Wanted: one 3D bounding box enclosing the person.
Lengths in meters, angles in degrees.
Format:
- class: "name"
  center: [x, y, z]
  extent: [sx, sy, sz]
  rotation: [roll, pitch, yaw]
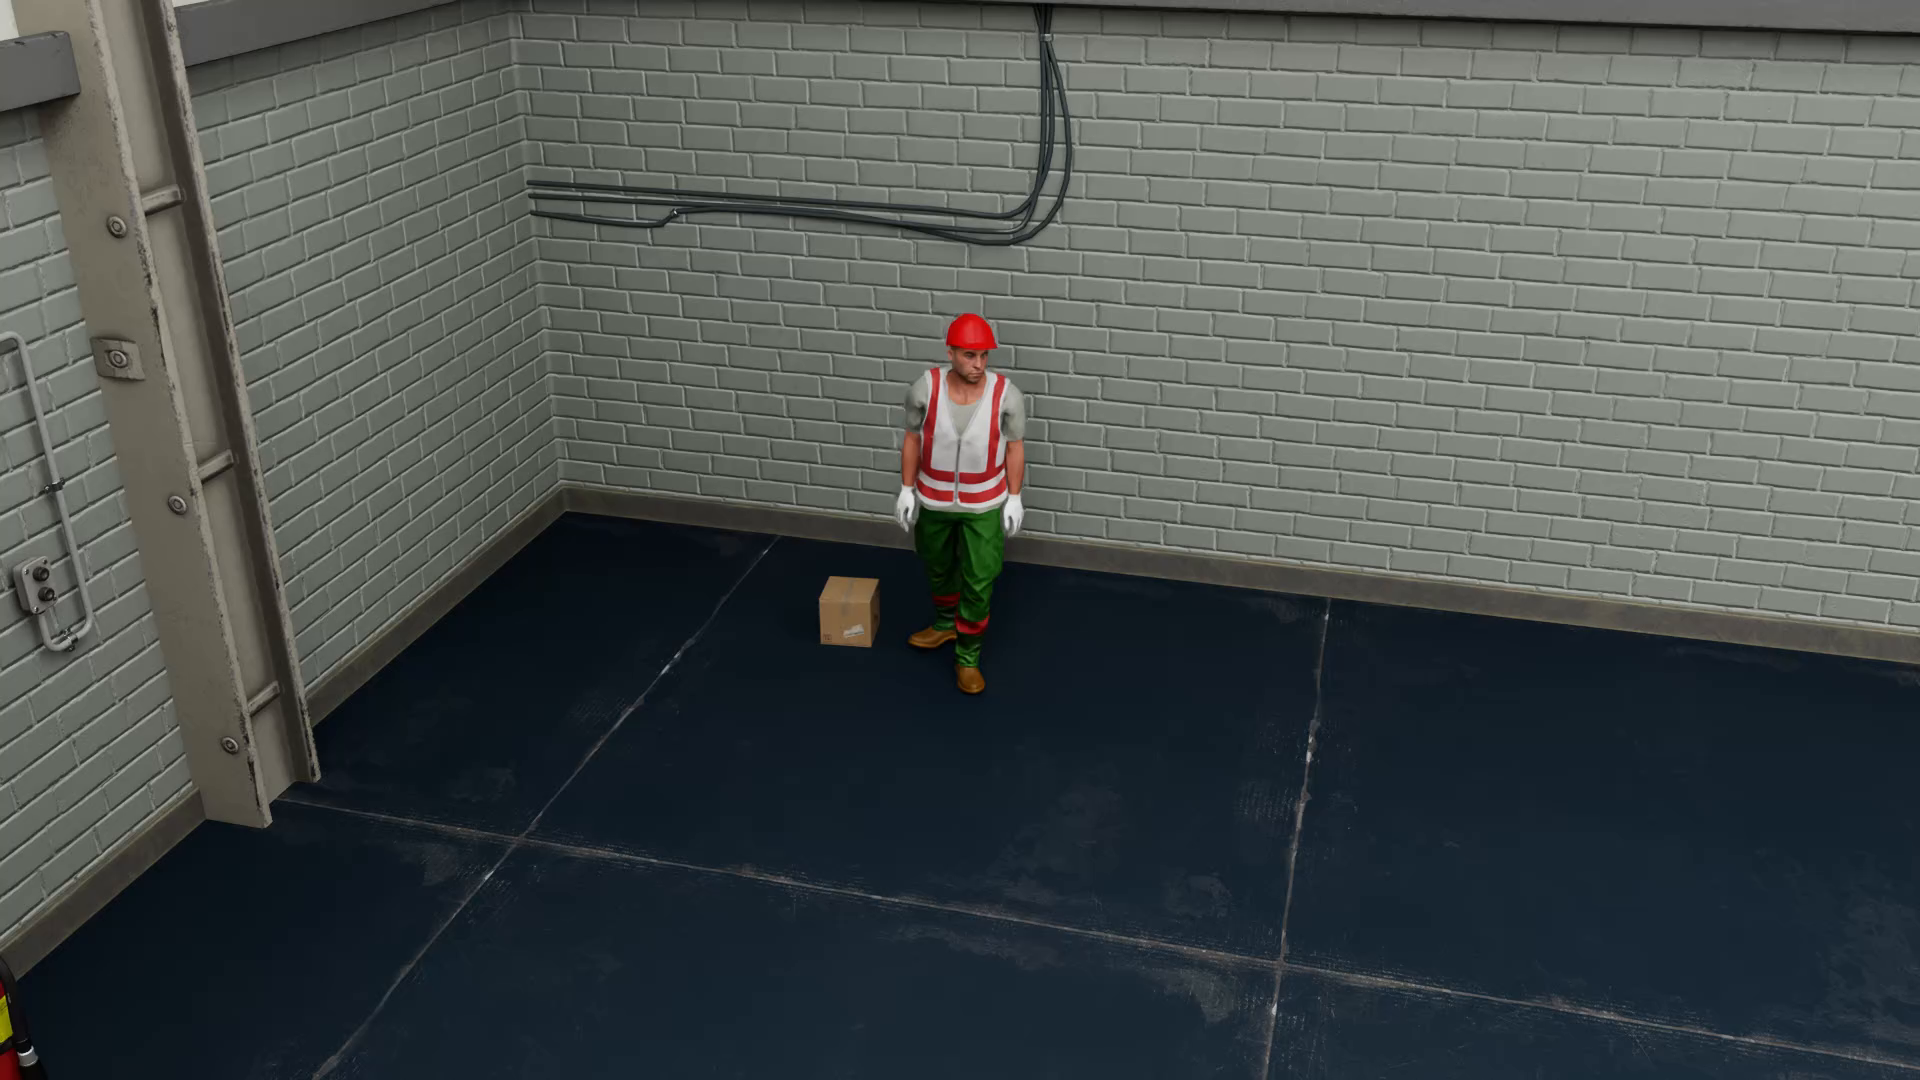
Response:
- class: "person"
  center: [0.006, -0.203, 7.517]
  extent: [0.577, 1.775, 0.567]
  rotation: [3, 25, 7]
